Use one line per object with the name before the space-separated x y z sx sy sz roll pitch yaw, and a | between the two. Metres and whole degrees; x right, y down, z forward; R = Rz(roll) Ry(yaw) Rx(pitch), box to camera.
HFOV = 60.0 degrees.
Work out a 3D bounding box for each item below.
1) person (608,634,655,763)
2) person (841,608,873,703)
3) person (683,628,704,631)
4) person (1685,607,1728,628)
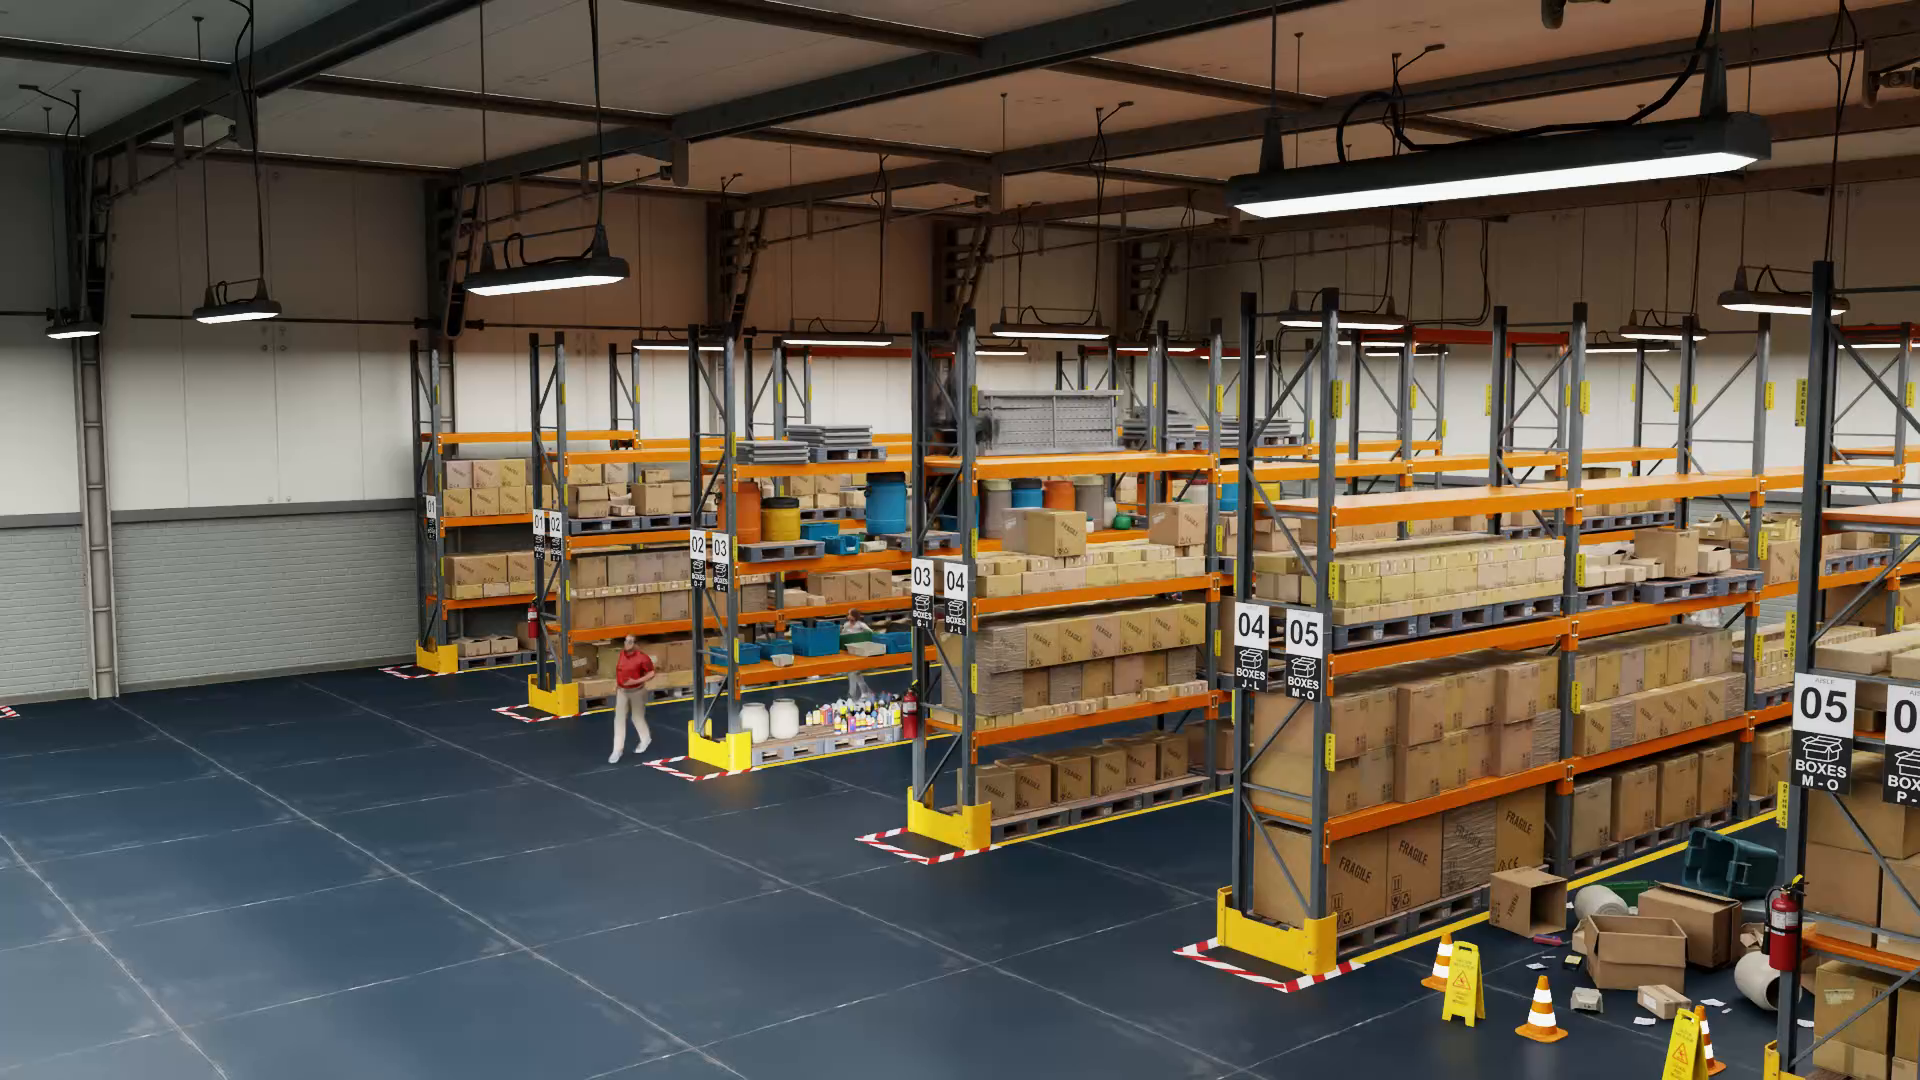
person | -4.497 2.151 23.032 0.645 1.732 0.913 2 6 16
person | -1.687 1.892 26.791 0.528 1.635 0.746 4 7 37
person | -4.743 1.502 30.157 0.798 1.742 0.709 -5 7 -41
person | 13.217 1.572 29.443 0.674 1.815 0.724 -1 5 -15
